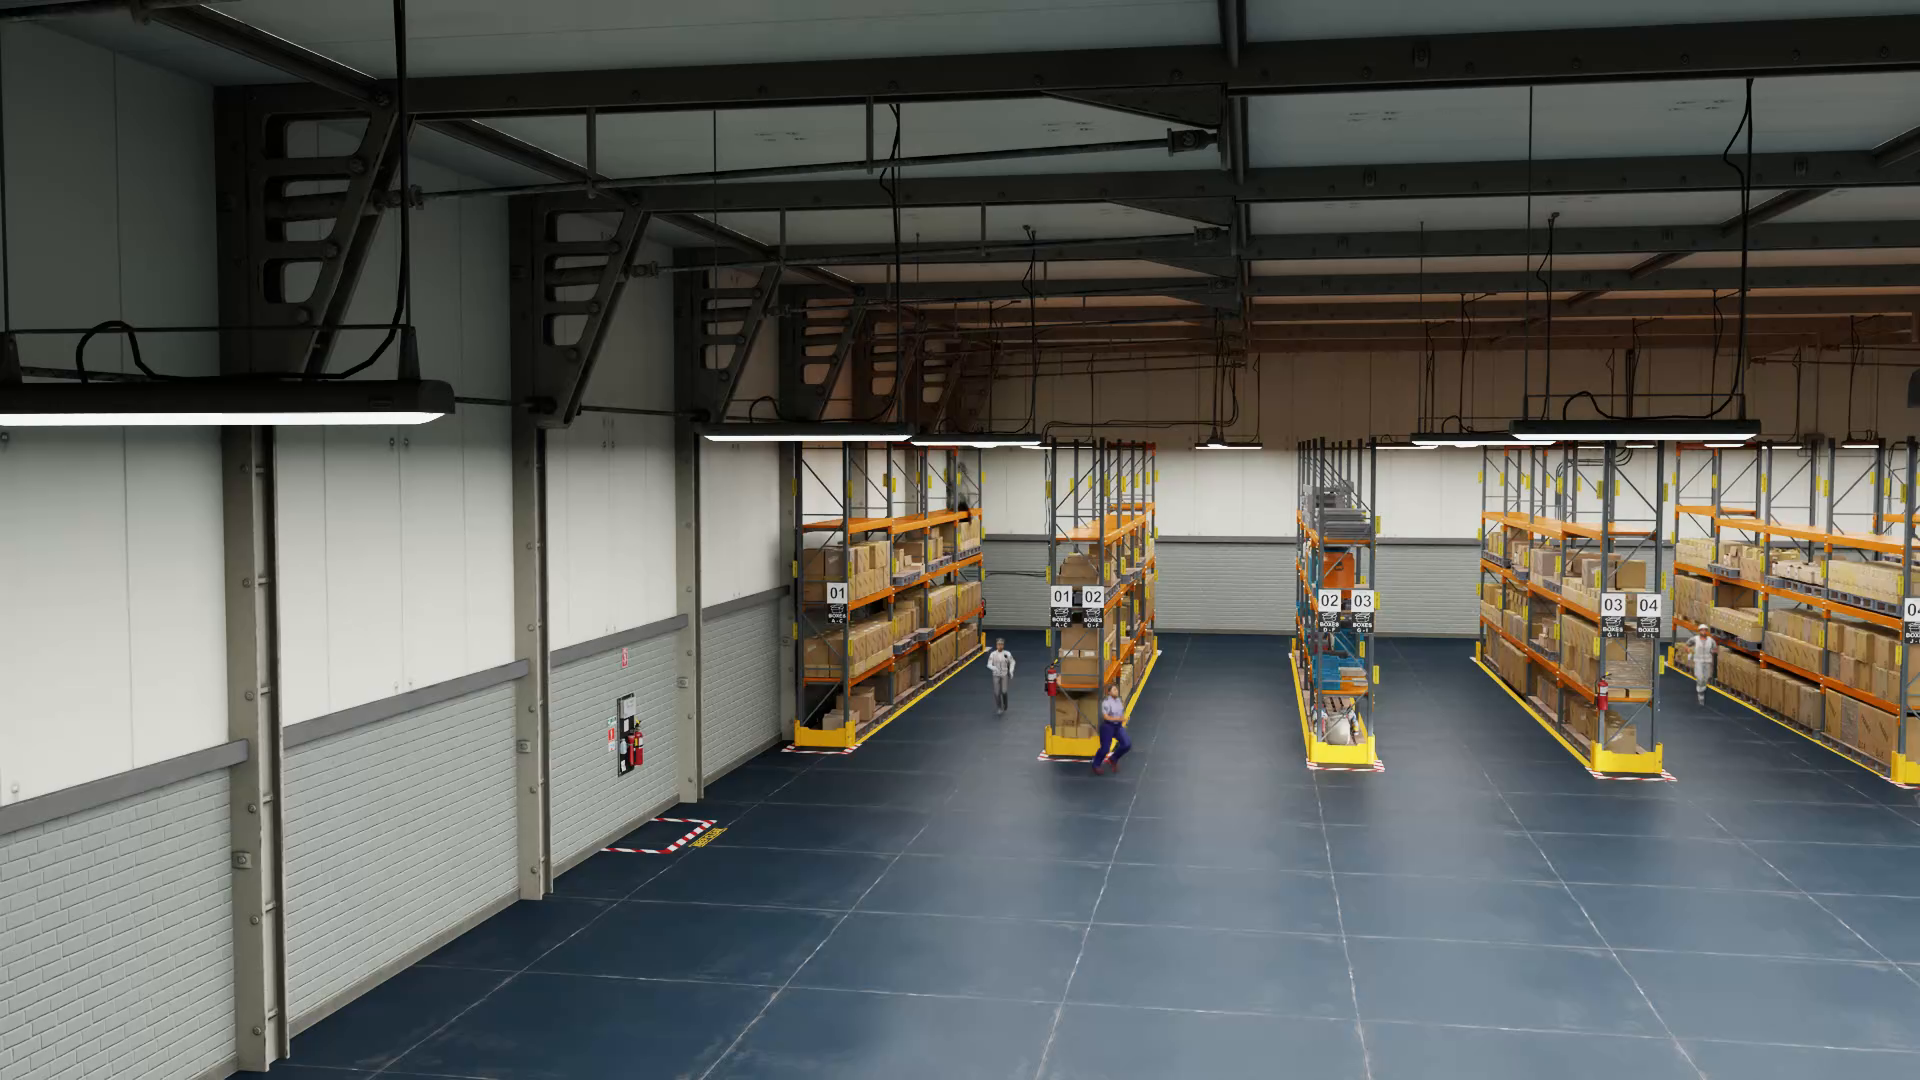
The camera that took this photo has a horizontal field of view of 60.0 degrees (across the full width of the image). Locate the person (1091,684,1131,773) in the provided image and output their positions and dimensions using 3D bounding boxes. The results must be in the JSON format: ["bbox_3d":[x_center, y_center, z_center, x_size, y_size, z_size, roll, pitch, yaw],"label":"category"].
[{"bbox_3d":[2.714,3.347,29.457,0.619,1.591,0.801,-3,4,-41],"label":"person"}]

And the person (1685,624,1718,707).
[{"bbox_3d":[16.863,2.821,37.776,0.640,1.824,0.815,0,3,9],"label":"person"}]

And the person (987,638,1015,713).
[{"bbox_3d":[0.894,2.972,36.254,0.597,1.654,0.569,0,3,4],"label":"person"}]

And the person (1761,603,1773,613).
[{"bbox_3d":[21.062,2.536,43.610,0.712,1.788,0.989,0,3,3],"label":"person"}]
